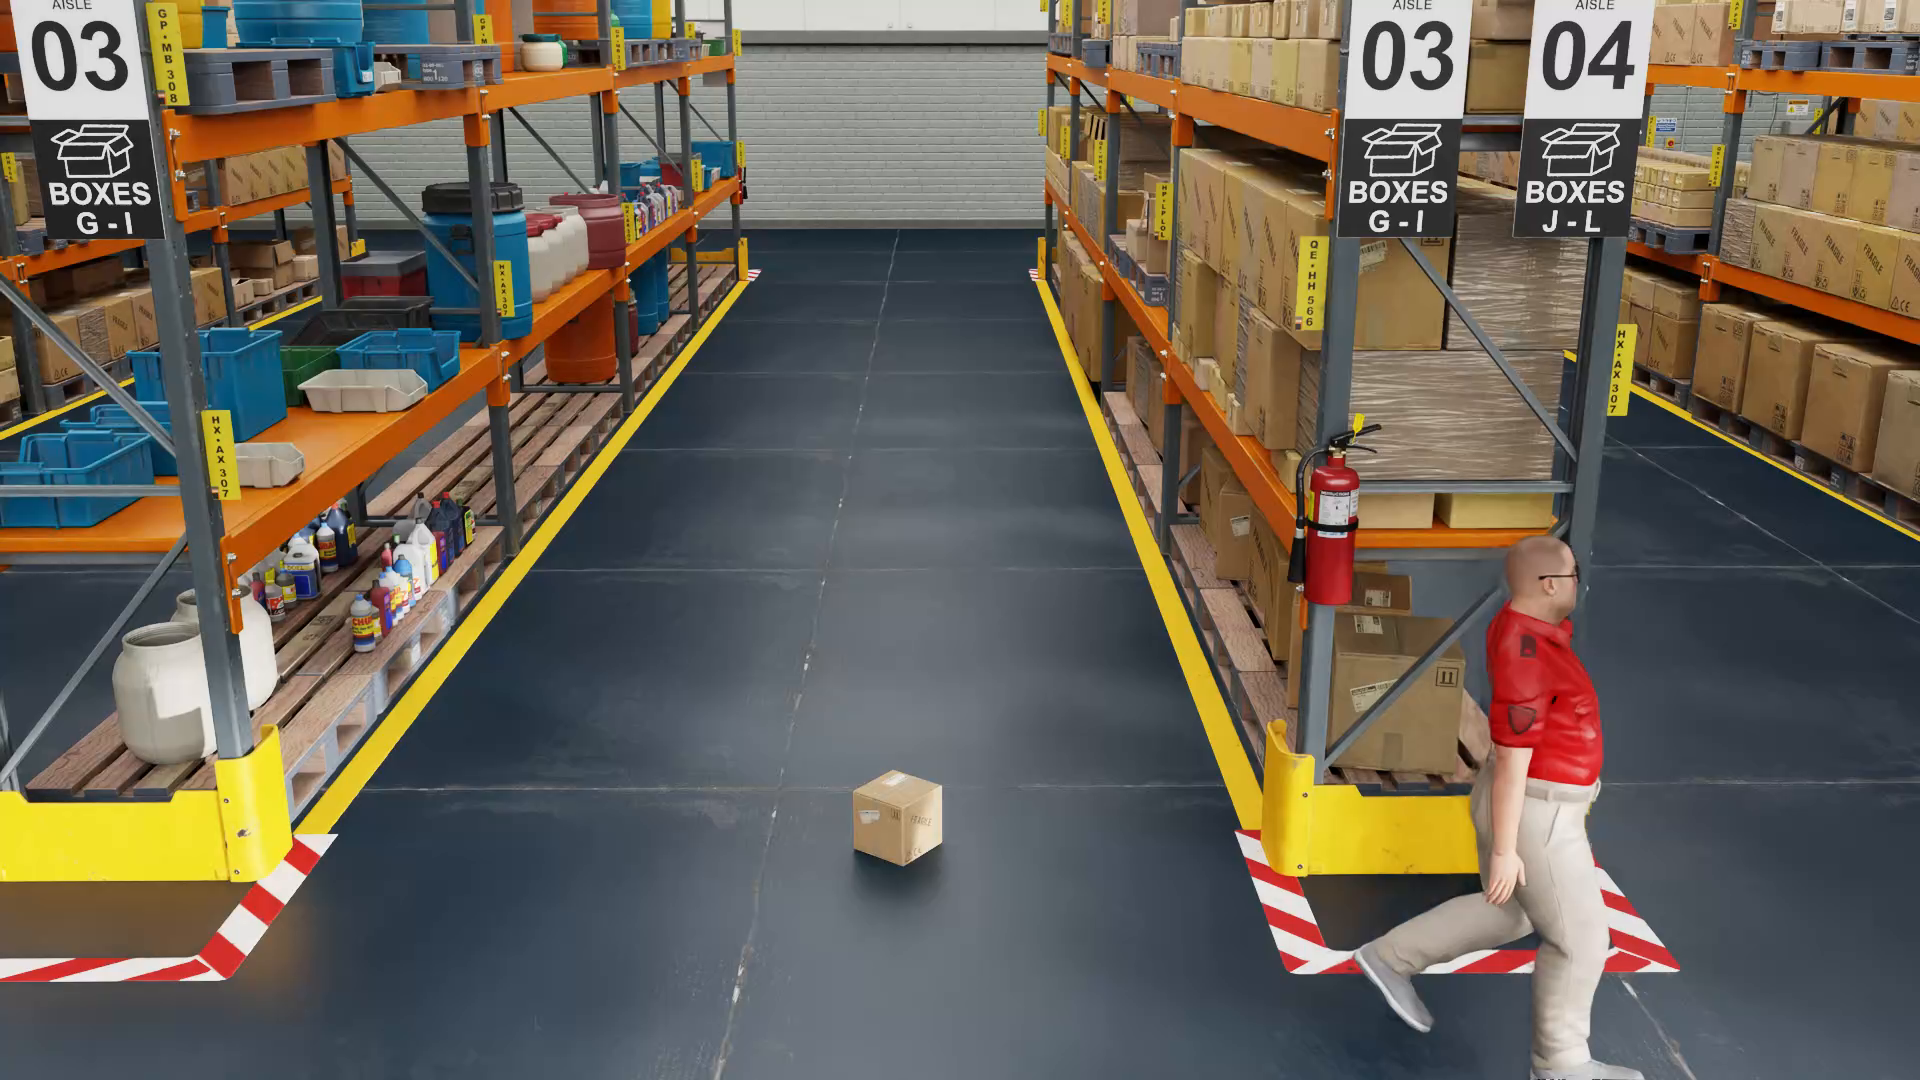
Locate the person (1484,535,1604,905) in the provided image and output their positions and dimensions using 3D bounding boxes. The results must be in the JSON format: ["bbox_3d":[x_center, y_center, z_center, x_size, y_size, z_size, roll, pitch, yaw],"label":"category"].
[{"bbox_3d":[1.698,0.492,4.837,0.339,1.041,0.567,4,17,12],"label":"person"}]
